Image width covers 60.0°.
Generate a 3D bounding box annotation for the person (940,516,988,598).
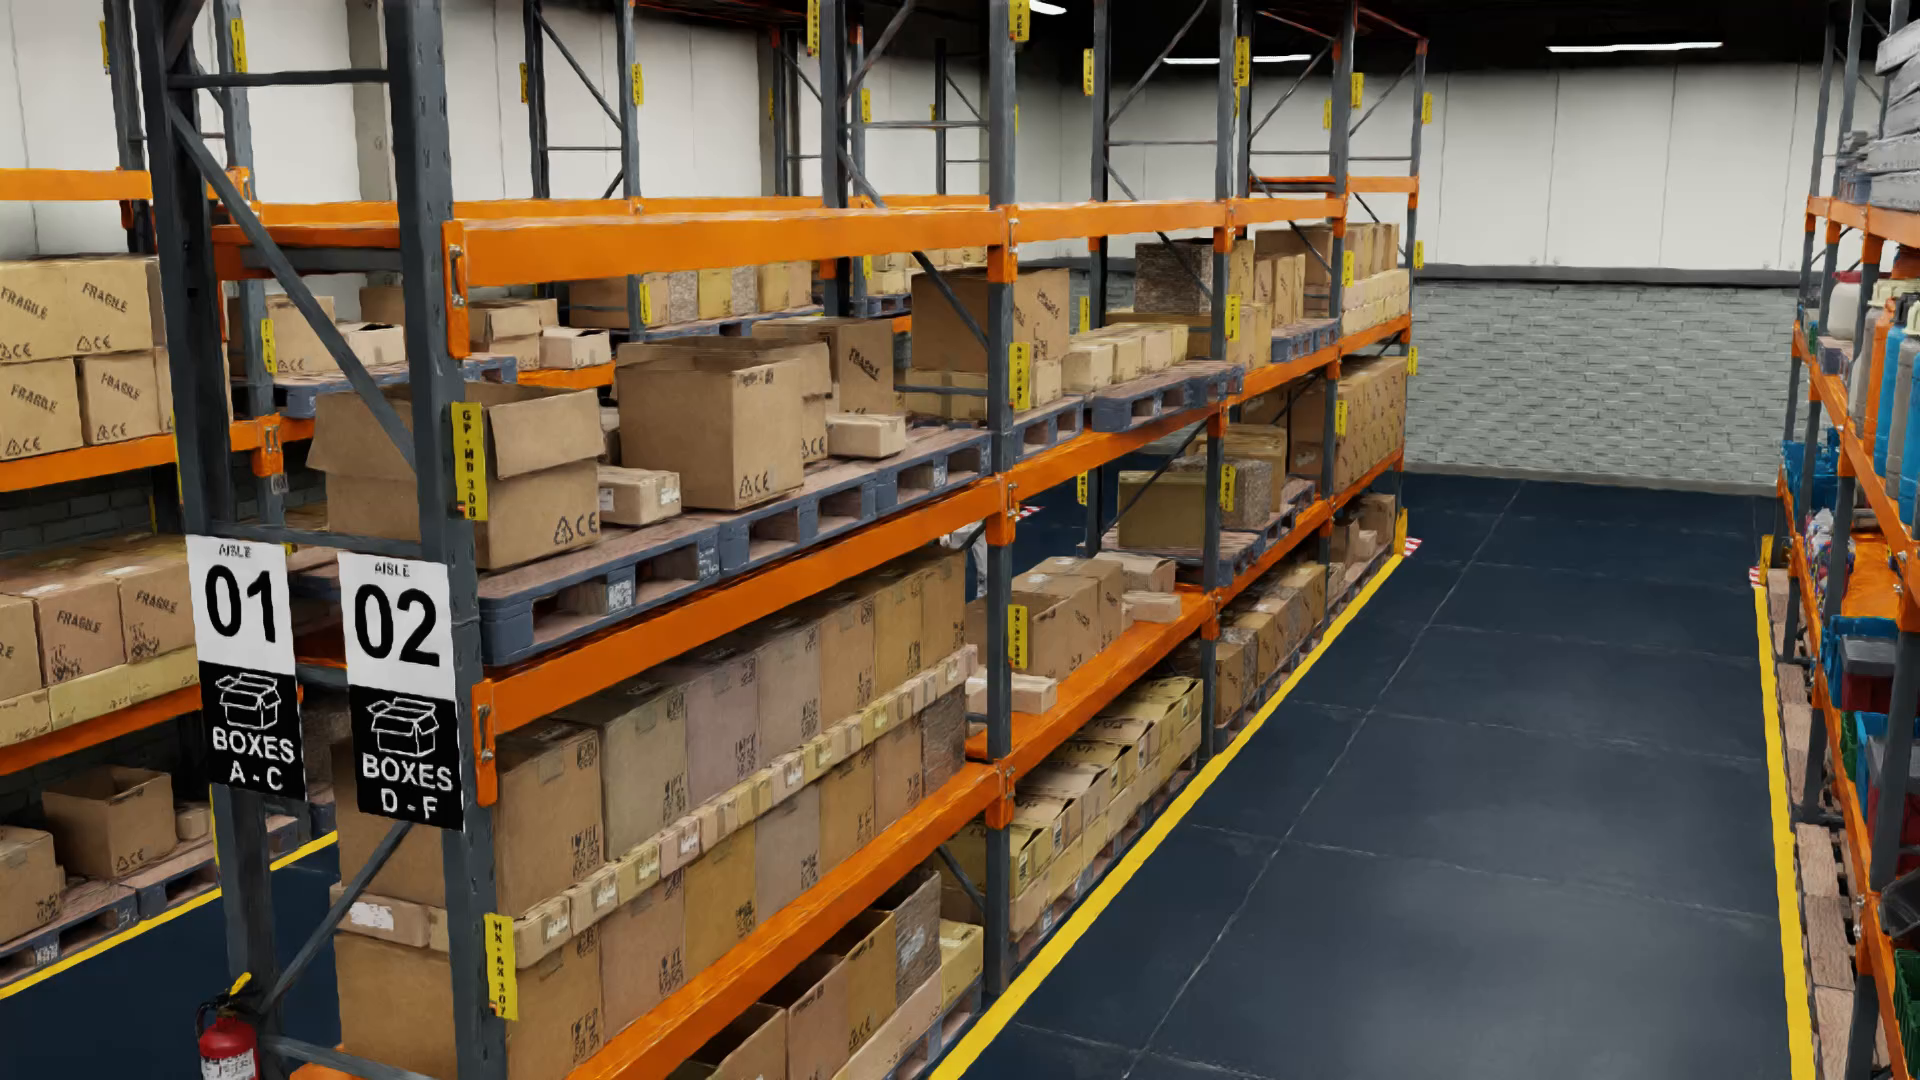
[{"bbox_3d":[0.103,-0.063,16.099,0.601,1.789,0.360,1,12,3],"label":"person"}]
